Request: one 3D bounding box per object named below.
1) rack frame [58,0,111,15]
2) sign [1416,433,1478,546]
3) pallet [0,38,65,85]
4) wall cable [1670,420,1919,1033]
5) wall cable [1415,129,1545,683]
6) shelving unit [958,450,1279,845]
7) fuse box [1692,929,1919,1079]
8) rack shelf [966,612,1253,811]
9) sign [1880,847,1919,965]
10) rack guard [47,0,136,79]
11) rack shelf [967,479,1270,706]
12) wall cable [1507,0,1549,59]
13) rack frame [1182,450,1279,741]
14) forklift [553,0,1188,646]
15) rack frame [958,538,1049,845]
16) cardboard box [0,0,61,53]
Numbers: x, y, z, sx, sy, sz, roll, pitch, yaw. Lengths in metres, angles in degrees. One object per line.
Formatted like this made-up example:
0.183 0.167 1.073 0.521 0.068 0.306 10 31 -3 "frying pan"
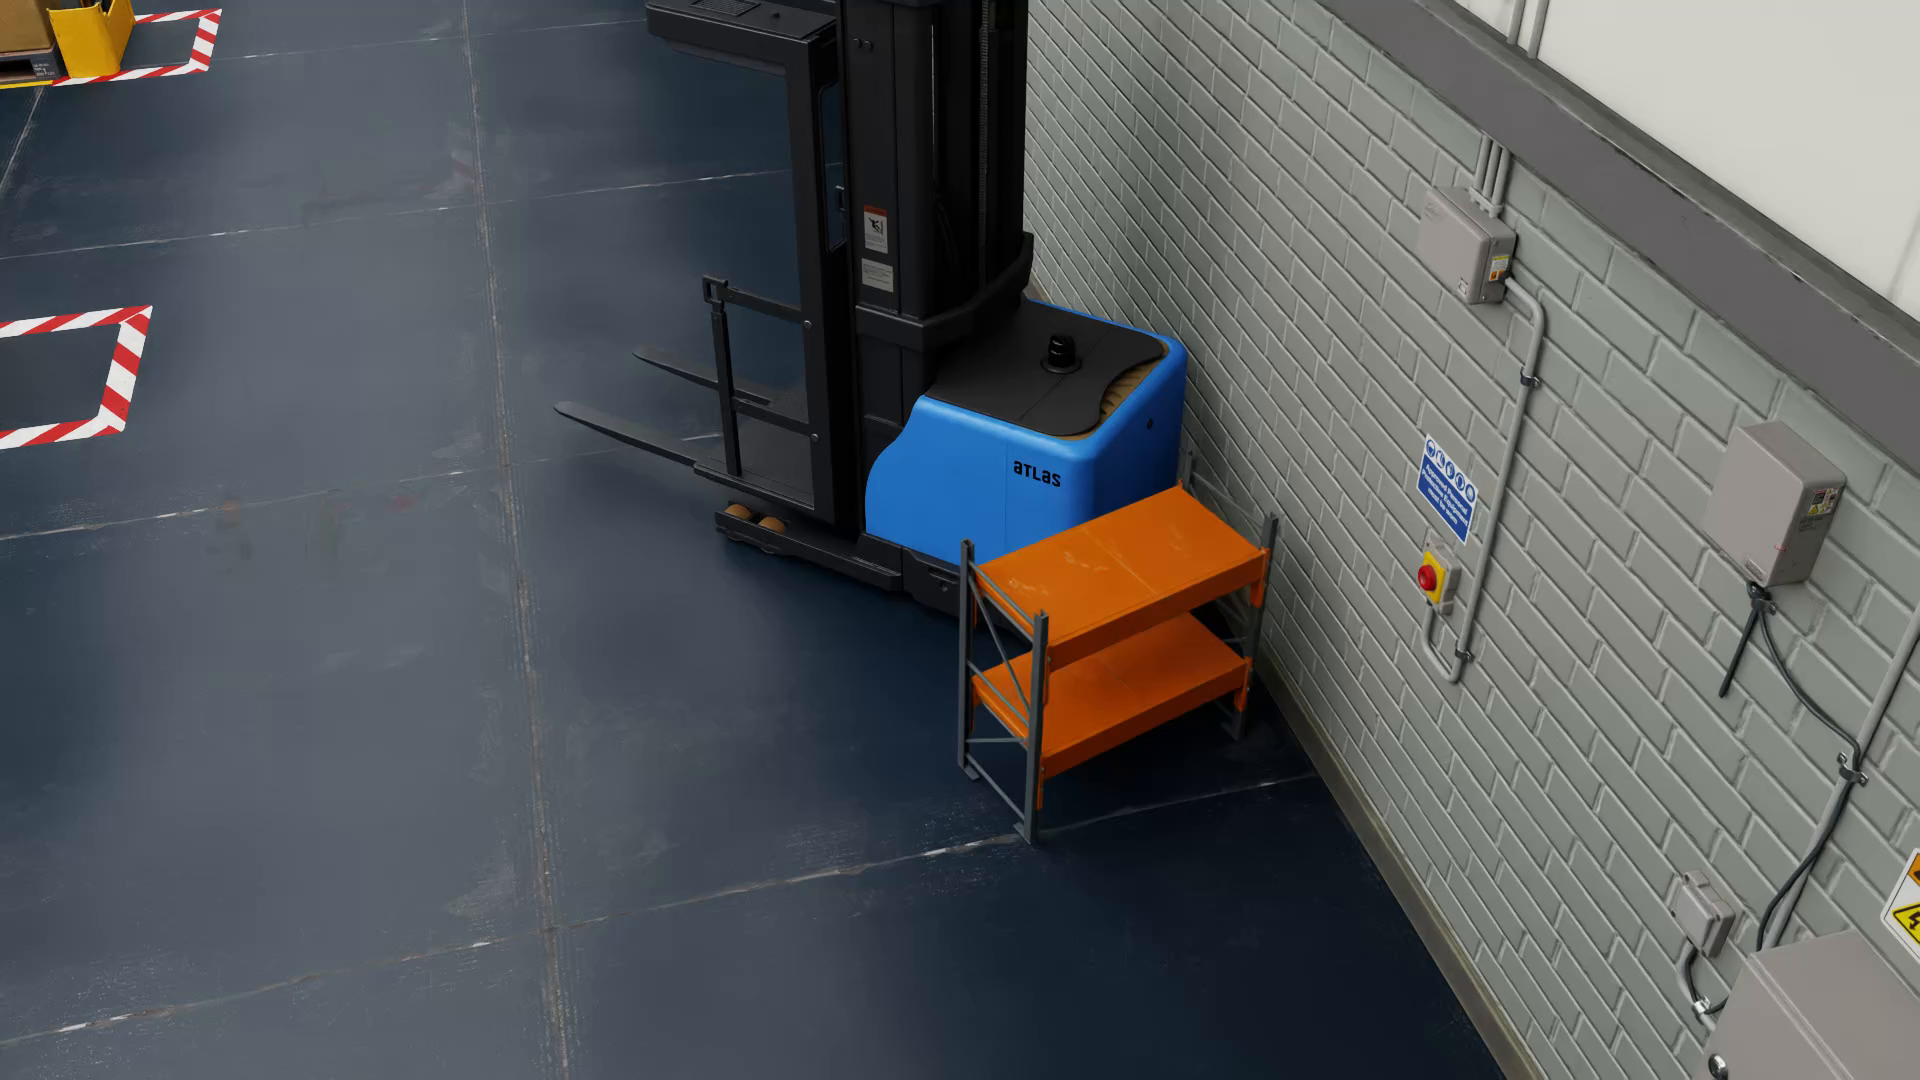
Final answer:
-6.527 -4.923 11.717 0.127 3.000 1.000 -9 38 -12 "rack frame"
1.541 -0.162 5.271 0.001 0.218 0.327 -9 38 -12 "sign"
-7.278 -3.643 12.338 1.213 0.211 1.003 -9 38 -12 "pallet"
1.875 0.410 3.909 0.122 1.984 0.588 -9 38 -12 "wall cable"
1.494 -0.433 4.985 0.123 1.953 0.585 -9 38 -12 "wall cable"
0.572 0.401 6.291 1.048 1.125 0.538 -21 43 -26 "shelving unit"
1.901 1.750 4.054 0.414 1.711 0.539 -9 38 -12 "fuse box"
0.569 0.593 6.443 1.000 0.278 0.538 -21 43 -26 "rack shelf"
2.087 0.845 3.497 0.001 0.242 0.339 -9 38 -12 "sign"
-6.504 -3.934 12.481 0.348 0.500 1.175 -9 38 -12 "rack guard"
0.575 0.171 6.110 1.000 0.278 0.538 -21 43 -26 "rack shelf"
1.475 -2.559 3.689 0.029 3.000 0.463 -9 38 -12 "wall cable"
0.998 0.233 6.511 0.032 1.125 0.500 -21 43 -26 "rack frame"
-0.544 -1.357 7.112 3.031 2.935 1.130 20 42 24 "forklift"
0.145 0.569 6.072 0.032 1.125 0.500 -21 43 -26 "rack frame"
-7.124 -4.097 12.041 0.875 0.875 0.875 -9 38 -12 "cardboard box"
